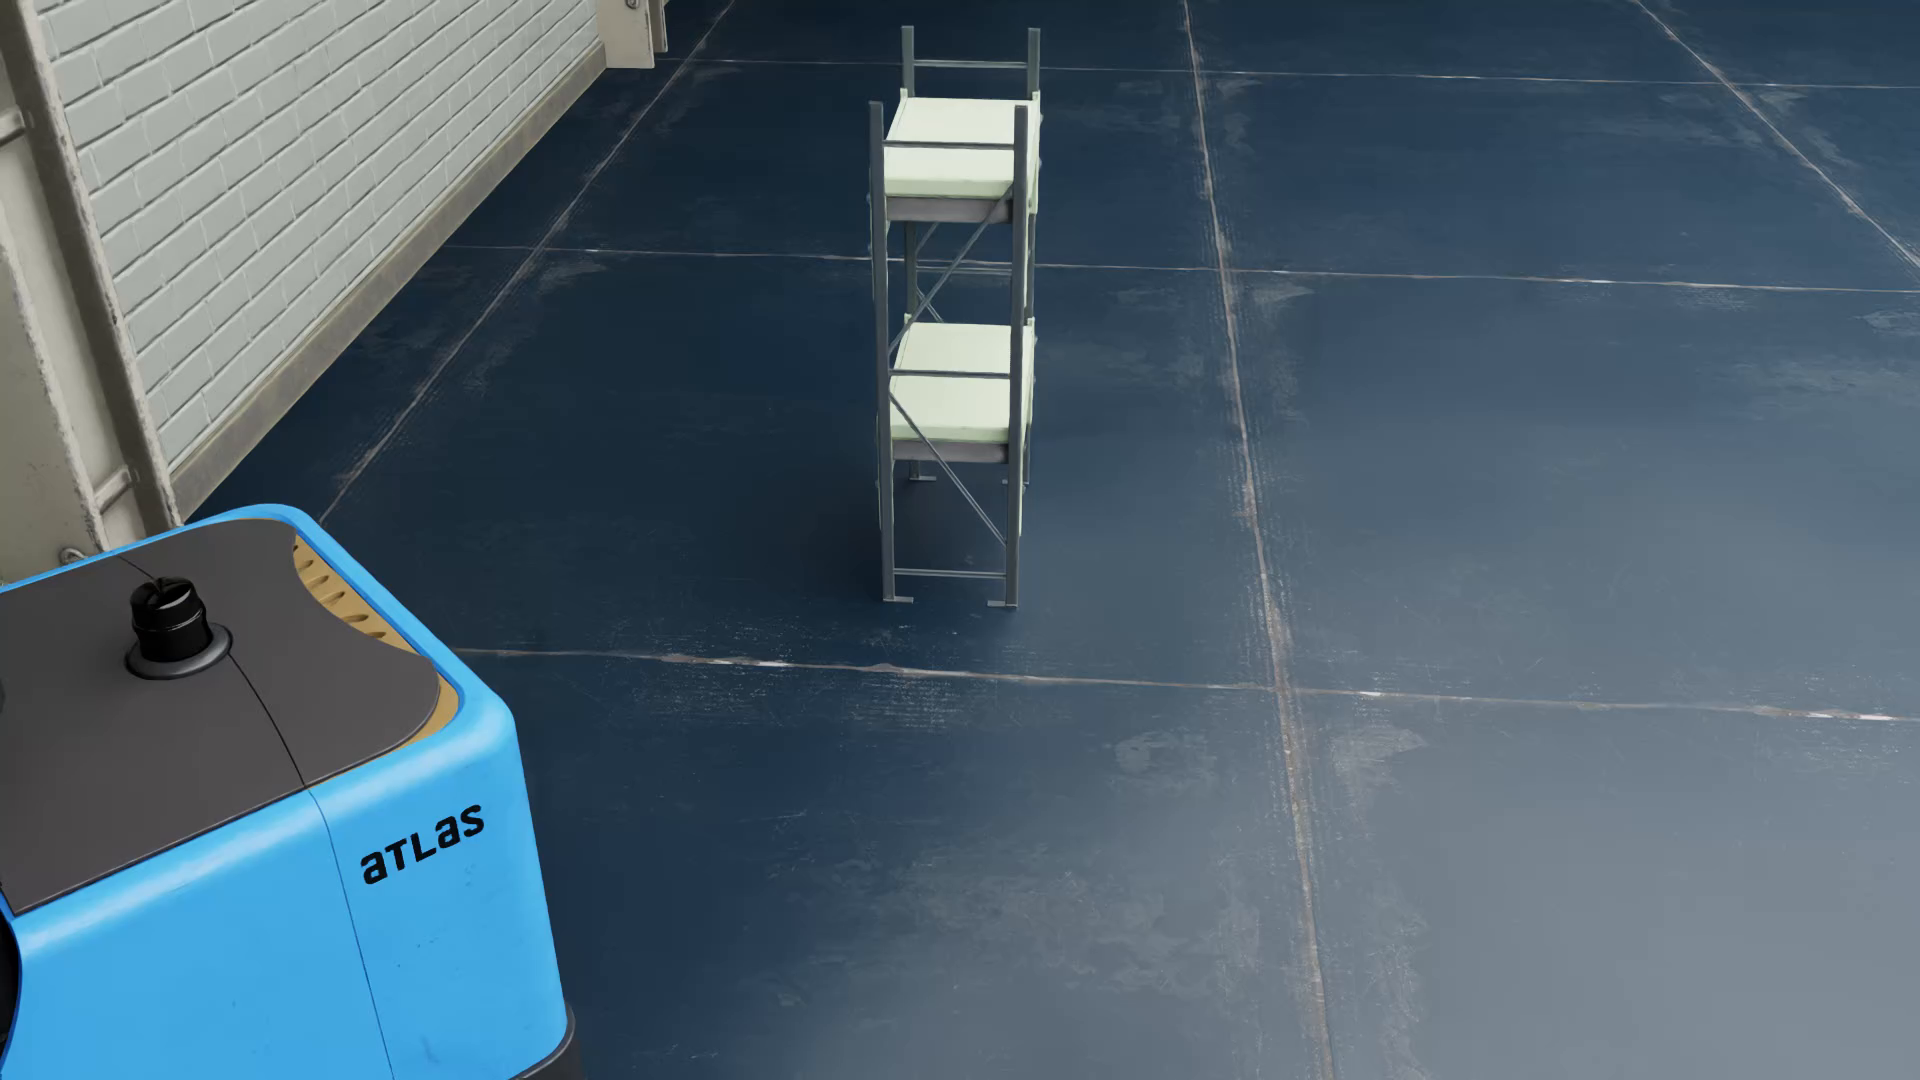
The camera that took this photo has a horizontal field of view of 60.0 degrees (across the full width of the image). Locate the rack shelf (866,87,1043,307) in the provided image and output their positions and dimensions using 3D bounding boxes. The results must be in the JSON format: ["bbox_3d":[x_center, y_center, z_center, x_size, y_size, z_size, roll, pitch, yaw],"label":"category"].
[{"bbox_3d":[0.001,-0.974,4.657,0.431,0.370,0.720,2,32,4],"label":"rack shelf"}]

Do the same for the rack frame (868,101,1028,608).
[{"bbox_3d":[-0.029,-0.451,4.552,0.400,1.500,0.023,2,32,4],"label":"rack frame"}]

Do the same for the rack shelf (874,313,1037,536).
[{"bbox_3d":[0.001,-0.364,5.033,0.431,0.370,0.720,2,32,4],"label":"rack shelf"}]

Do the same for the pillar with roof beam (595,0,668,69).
[{"bbox_3d":[2.355,-6.515,7.244,9.100,9.000,0.400,2,32,4],"label":"pillar with roof beam"}]

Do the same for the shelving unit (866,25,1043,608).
[{"bbox_3d":[0.001,-0.642,4.862,0.431,1.500,0.755,2,32,4],"label":"shelving unit"}]

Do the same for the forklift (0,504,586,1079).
[{"bbox_3d":[-2.173,0.267,2.023,3.031,2.935,1.130,-25,39,-34],"label":"forklift"}]

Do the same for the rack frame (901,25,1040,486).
[{"bbox_3d":[0.030,-0.833,5.173,0.400,1.500,0.023,2,32,4],"label":"rack frame"}]

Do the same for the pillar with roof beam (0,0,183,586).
[{"bbox_3d":[1.866,-3.377,2.153,9.100,9.000,0.400,2,32,4],"label":"pillar with roof beam"}]
